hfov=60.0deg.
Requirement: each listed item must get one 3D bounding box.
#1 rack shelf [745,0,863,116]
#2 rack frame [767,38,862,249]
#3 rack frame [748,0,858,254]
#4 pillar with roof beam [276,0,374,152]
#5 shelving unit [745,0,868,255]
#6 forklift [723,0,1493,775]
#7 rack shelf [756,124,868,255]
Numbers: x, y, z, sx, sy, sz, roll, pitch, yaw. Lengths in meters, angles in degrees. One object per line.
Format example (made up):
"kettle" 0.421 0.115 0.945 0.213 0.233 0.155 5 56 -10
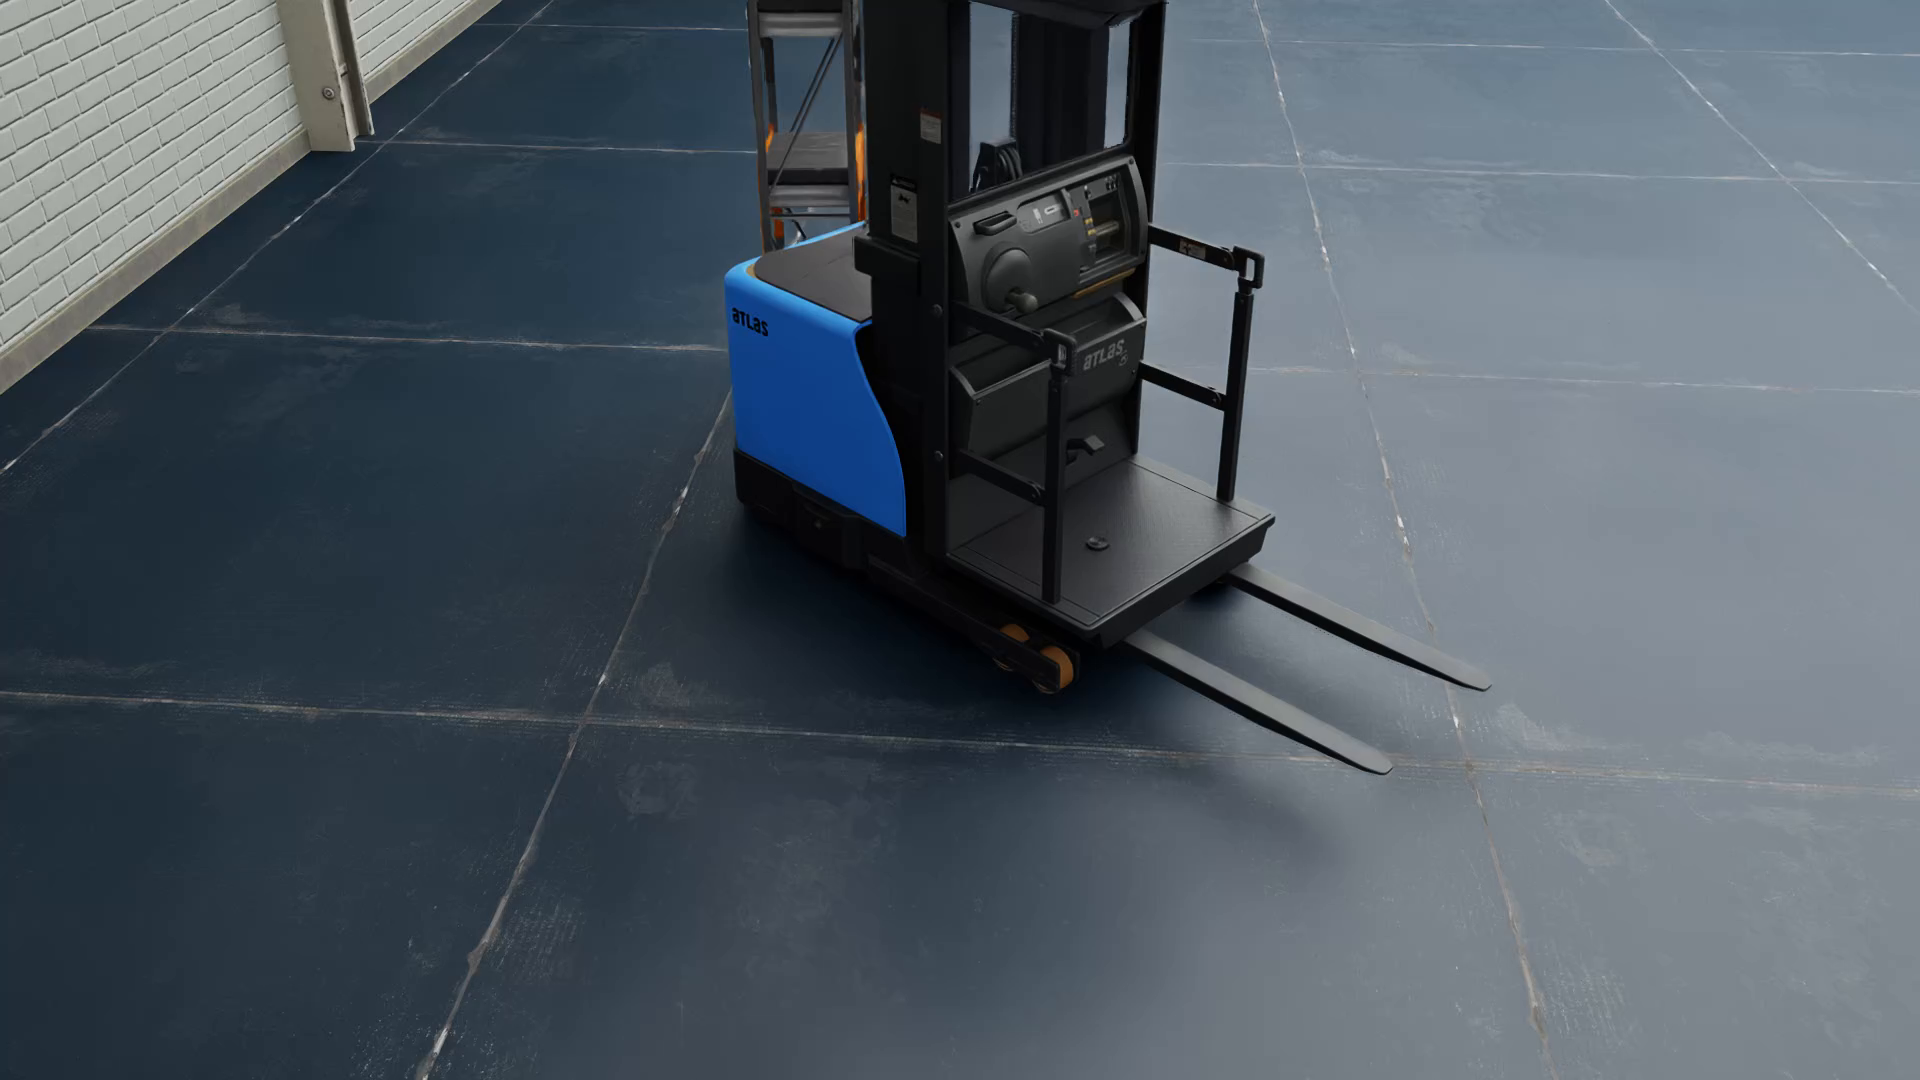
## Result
"rack shelf" -0.625 -2.055 6.776 0.431 0.518 0.480 0 32 0
"rack frame" -0.625 -1.599 7.343 0.400 2.100 0.015 0 32 0
"rack frame" -0.625 -1.343 6.928 0.400 2.100 0.015 0 32 0
"pillar with roof beam" 0.177 -6.298 8.392 9.100 9.000 0.400 2 32 4
"shelving unit" -0.625 -1.471 7.136 0.431 2.100 0.503 0 32 0
"forklift" 0.471 -1.015 5.603 3.031 2.935 1.130 27 41 37
"rack shelf" -0.625 -1.459 7.143 0.431 0.518 0.480 0 32 0
